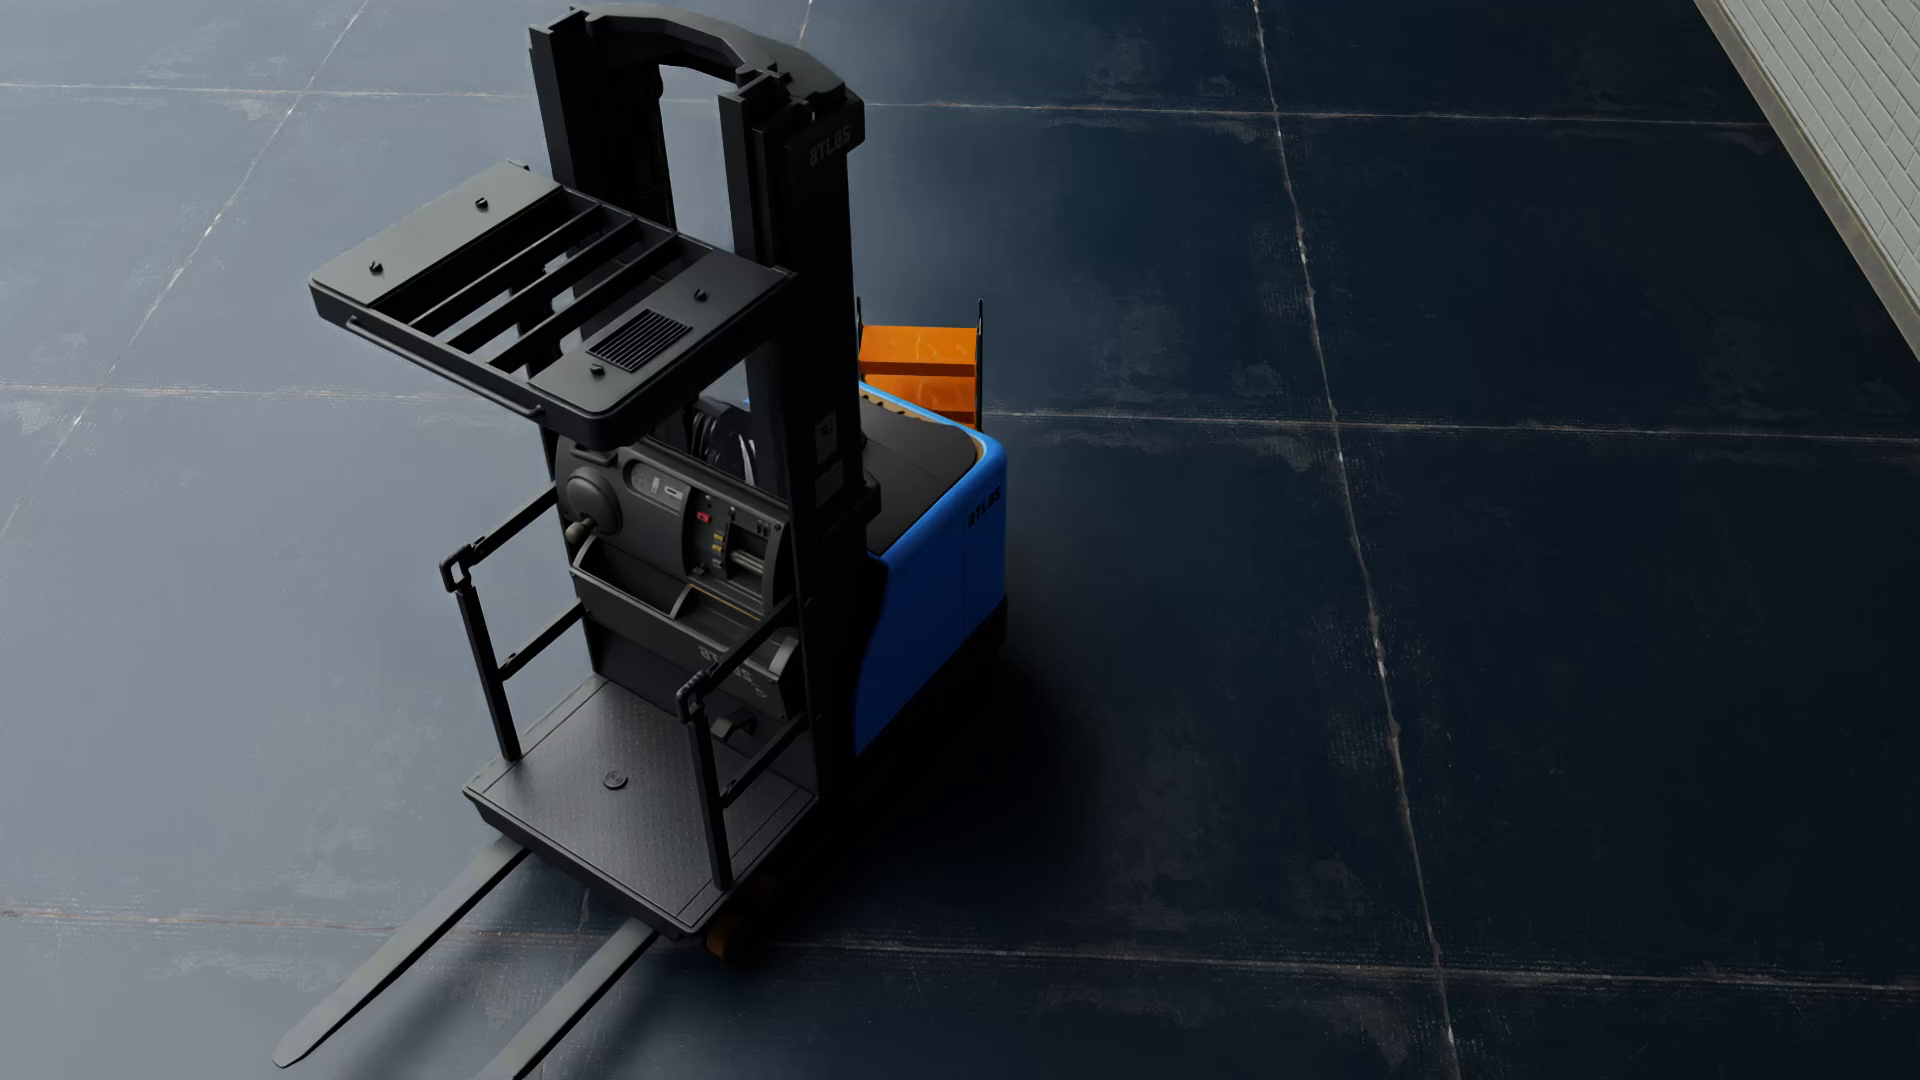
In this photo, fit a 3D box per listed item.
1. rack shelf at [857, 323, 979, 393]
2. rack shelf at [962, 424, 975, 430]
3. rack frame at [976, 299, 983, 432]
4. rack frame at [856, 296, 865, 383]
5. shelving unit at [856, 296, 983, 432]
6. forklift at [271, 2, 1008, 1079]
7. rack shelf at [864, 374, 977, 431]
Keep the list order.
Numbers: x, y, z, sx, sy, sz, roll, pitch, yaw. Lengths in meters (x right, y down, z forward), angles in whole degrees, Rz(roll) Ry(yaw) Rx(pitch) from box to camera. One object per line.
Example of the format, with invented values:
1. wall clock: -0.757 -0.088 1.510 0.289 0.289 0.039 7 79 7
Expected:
1. rack shelf: -0.165 -0.732 6.664 0.480 0.148 0.258 2 43 2
2. rack shelf: -0.165 -0.395 6.978 0.480 0.148 0.258 2 43 2
3. rack frame: 0.078 -0.437 6.924 0.015 1.200 0.240 2 43 2
4. rack frame: -0.409 -0.452 6.940 0.015 1.200 0.240 2 43 2
5. shelving unit: -0.165 -0.444 6.932 0.503 1.200 0.258 2 43 2
6. forklift: -1.052 0.004 5.181 1.130 2.935 3.031 25 48 24
7. rack shelf: -0.165 -0.559 6.825 0.480 0.148 0.258 2 43 2
